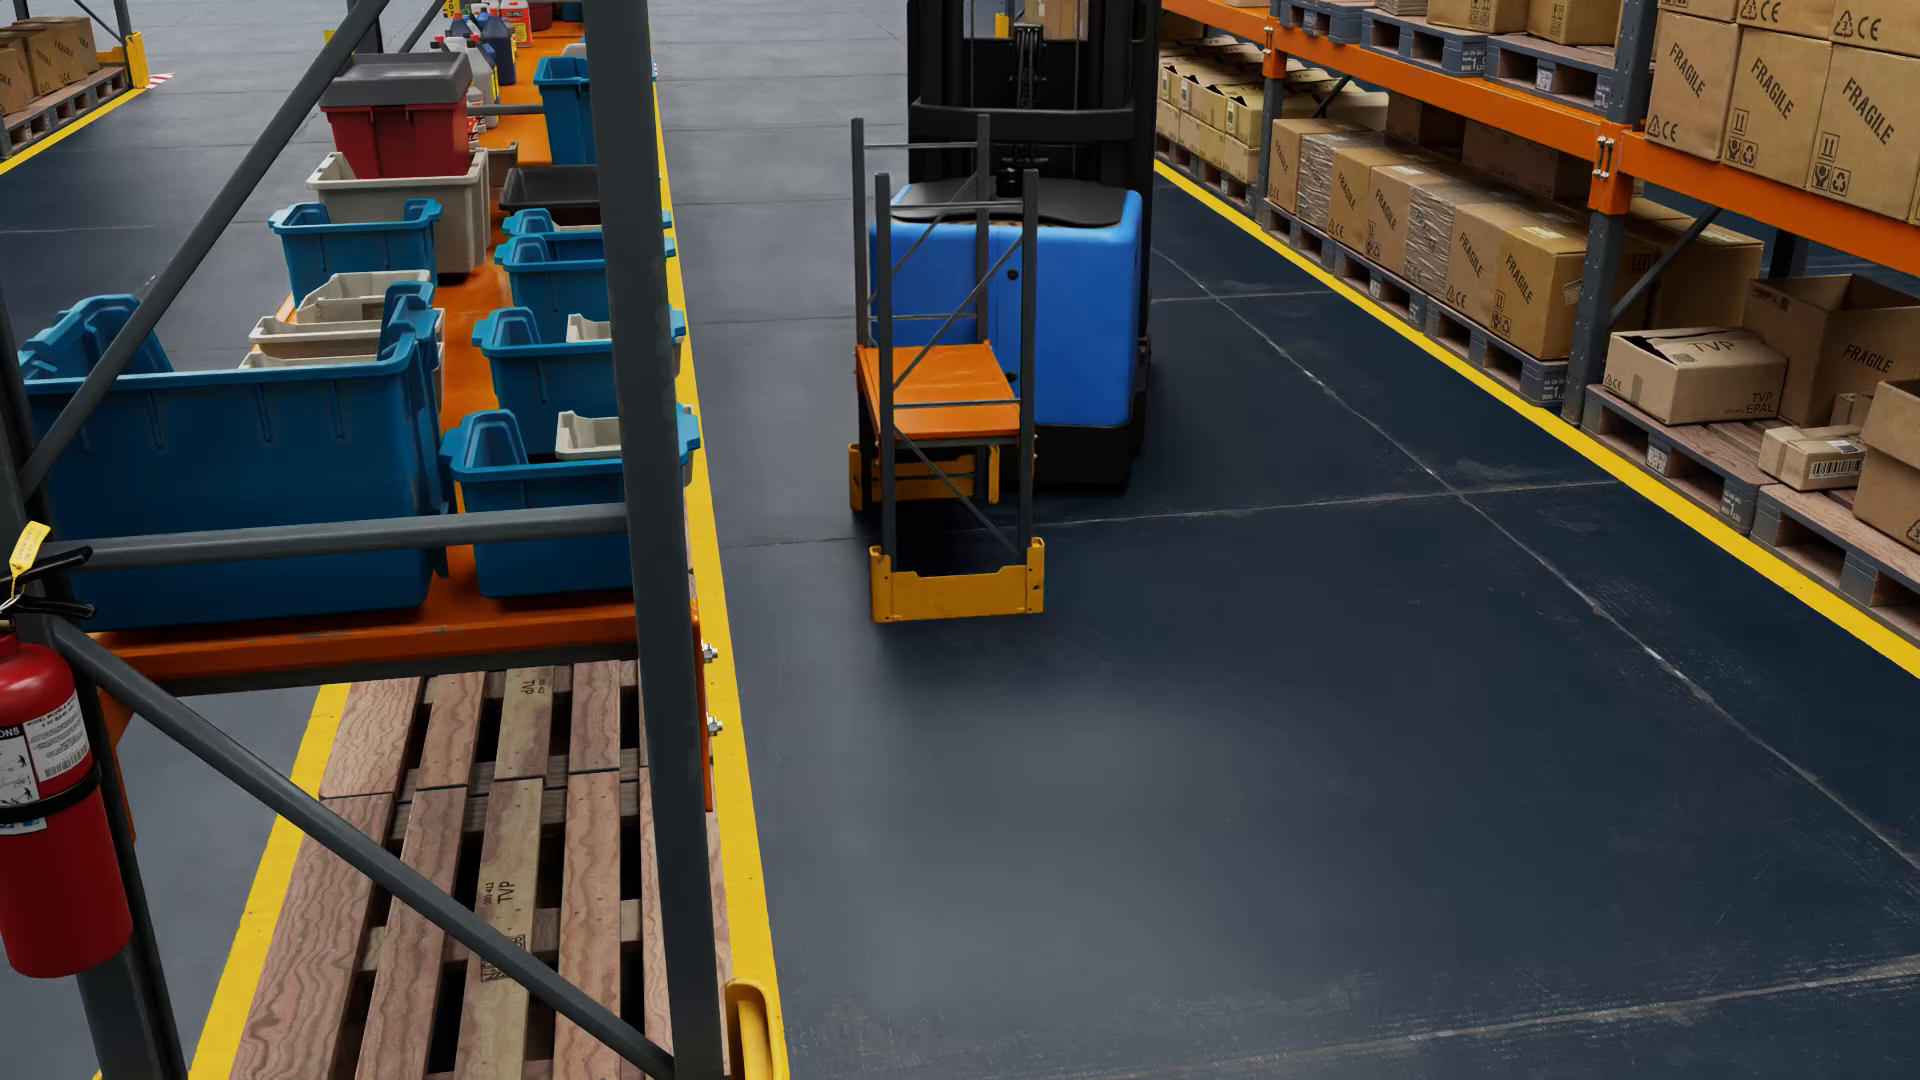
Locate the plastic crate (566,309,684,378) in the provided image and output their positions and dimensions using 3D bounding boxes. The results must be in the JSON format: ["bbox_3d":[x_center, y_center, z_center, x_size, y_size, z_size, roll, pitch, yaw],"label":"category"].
[{"bbox_3d":[-0.745,-0.424,3.728,0.250,0.136,0.298,-4,24,-10],"label":"plastic crate"}]

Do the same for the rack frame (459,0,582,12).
[{"bbox_3d":[-2.399,-3.144,9.700,1.000,3.000,0.127,-4,24,-10],"label":"rack frame"}]

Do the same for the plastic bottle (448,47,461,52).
[{"bbox_3d":[-2.211,-1.987,7.206,0.152,0.276,0.135,-4,24,-10],"label":"plastic bottle"}]

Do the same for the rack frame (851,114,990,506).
[{"bbox_3d":[-0.143,-0.840,6.299,0.500,1.500,0.032,-3,24,-7],"label":"rack frame"}]

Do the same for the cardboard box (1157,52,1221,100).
[{"bbox_3d":[1.746,-3.690,13.160,0.500,0.311,0.500,-5,24,-11],"label":"cardboard box"}]

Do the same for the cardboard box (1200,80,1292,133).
[{"bbox_3d":[2.028,-3.090,11.787,0.500,0.311,0.500,-5,24,-11],"label":"cardboard box"}]

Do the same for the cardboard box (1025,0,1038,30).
[{"bbox_3d":[0.965,-5.507,17.086,0.500,0.500,0.500,-4,24,-10],"label":"cardboard box"}]

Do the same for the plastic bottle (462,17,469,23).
[{"bbox_3d":[-2.471,-2.479,8.340,0.097,0.271,0.097,0,24,0],"label":"plastic bottle"}]

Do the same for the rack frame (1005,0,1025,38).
[{"bbox_3d":[0.990,-6.655,17.741,1.000,3.000,0.127,-4,24,-10],"label":"rack frame"}]

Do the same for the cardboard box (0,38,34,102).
[{"bbox_3d":[-8.346,-4.021,14.307,0.500,0.500,0.500,-6,24,-14],"label":"cardboard box"}]

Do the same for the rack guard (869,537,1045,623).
[{"bbox_3d":[-0.009,0.136,5.627,0.587,0.250,0.087,-3,24,-7],"label":"rack guard"}]

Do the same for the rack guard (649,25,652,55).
[{"bbox_3d":[-3.818,-5.118,17.345,1.175,0.500,0.348,-4,24,-10],"label":"rack guard"}]

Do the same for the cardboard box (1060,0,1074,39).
[{"bbox_3d":[1.252,-4.918,15.737,0.500,0.500,0.500,-4,24,-10],"label":"cardboard box"}]

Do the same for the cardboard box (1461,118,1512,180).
[{"bbox_3d":[3.081,-2.134,9.025,0.500,0.250,0.500,-5,24,-11],"label":"cardboard box"}]

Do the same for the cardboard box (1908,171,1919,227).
[{"bbox_3d":[3.319,-1.162,5.039,0.500,0.500,0.500,-5,24,-10],"label":"cardboard box"}]

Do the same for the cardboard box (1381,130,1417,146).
[{"bbox_3d":[2.873,-2.214,10.146,0.500,0.500,0.500,-3,24,-8],"label":"cardboard box"}]

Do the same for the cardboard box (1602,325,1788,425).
[{"bbox_3d":[3.074,-0.724,6.969,0.500,0.311,0.500,-4,24,-10],"label":"cardboard box"}]

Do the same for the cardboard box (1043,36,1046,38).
[{"bbox_3d":[1.059,-4.967,16.786,0.500,0.250,0.500,-4,24,-10],"label":"cardboard box"}]

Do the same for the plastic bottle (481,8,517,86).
[{"bbox_3d":[-2.230,-2.382,8.019,0.144,0.351,0.185,-4,24,-10],"label":"plastic bottle"}]

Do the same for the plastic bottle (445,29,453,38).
[{"bbox_3d":[-2.366,-2.222,7.735,0.061,0.283,0.133,-4,24,-10],"label":"plastic bottle"}]

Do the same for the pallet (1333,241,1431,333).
[{"bbox_3d":[2.793,-1.455,9.319,1.003,0.211,1.213,-4,24,-10],"label":"pallet"}]

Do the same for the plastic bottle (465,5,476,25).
[{"bbox_3d":[-2.571,-2.658,8.734,0.061,0.283,0.133,-4,24,-10],"label":"plastic bottle"}]

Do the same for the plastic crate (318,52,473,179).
[{"bbox_3d":[-1.741,-1.257,5.226,0.402,0.464,0.583,-4,24,-10],"label":"plastic crate"}]

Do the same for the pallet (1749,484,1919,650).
[{"bbox_3d":[3.564,0.094,5.772,1.003,0.211,1.213,-4,24,-10],"label":"pallet"}]

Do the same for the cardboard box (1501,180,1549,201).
[{"bbox_3d":[3.165,-1.606,8.752,0.500,0.500,0.500,-4,24,-9],"label":"cardboard box"}]

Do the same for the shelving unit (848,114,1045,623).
[{"bbox_3d":[-0.075,-0.635,5.829,0.587,1.500,1.083,-3,24,-7],"label":"shelving unit"}]

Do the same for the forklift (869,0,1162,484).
[{"bbox_3d":[0.349,-2.121,7.444,1.130,2.935,3.031,3,24,7],"label":"forklift"}]

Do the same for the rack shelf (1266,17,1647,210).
[{"bbox_3d":[2.840,-2.392,8.879,1.077,0.370,4.000,-4,24,-10],"label":"rack shelf"}]

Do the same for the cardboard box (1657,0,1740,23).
[{"bbox_3d":[3.020,-2.233,6.241,0.500,0.500,0.500,-4,24,-8],"label":"cardboard box"}]

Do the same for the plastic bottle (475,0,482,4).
[{"bbox_3d":[-2.642,-2.843,9.172,0.097,0.271,0.097,0,24,0],"label":"plastic bottle"}]

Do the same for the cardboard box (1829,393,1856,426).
[{"bbox_3d":[3.722,-0.484,6.623,0.380,0.149,0.250,-4,24,-10],"label":"cardboard box"}]

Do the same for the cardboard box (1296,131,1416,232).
[{"bbox_3d":[2.375,-2.159,10.019,0.500,0.500,0.500,-5,24,-12],"label":"cardboard box"}]

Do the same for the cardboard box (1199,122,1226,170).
[{"bbox_3d":[2.034,-2.832,11.898,0.500,0.250,0.500,-5,24,-10],"label":"cardboard box"}]

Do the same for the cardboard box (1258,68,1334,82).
[{"bbox_3d":[2.464,-3.333,12.343,0.500,0.311,0.500,-5,24,-11],"label":"cardboard box"}]

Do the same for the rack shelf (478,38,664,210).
[{"bbox_3d":[-2.029,-2.027,8.043,1.077,0.370,4.000,-4,24,-10],"label":"rack shelf"}]

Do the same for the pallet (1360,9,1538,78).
[{"bbox_3d":[2.834,-2.656,8.824,1.003,0.211,1.213,-4,24,-10],"label":"pallet"}]

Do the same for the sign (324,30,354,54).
[{"bbox_3d":[-2.200,-1.657,5.951,0.100,0.325,0.005,-4,24,-10],"label":"sign"}]

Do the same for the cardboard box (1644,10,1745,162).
[{"bbox_3d":[3.036,-1.761,6.408,0.500,0.500,0.500,-4,24,-8],"label":"cardboard box"}]

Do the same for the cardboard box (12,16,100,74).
[{"bbox_3d":[-8.647,-4.724,15.916,0.500,0.500,0.500,0,24,0],"label":"cardboard box"}]

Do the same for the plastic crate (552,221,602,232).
[{"bbox_3d":[-1.042,-0.814,4.621,0.293,0.136,0.466,-4,24,-10],"label":"plastic crate"}]

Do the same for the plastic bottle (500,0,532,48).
[{"bbox_3d":[-2.487,-2.904,9.306,0.152,0.276,0.135,-4,24,-10],"label":"plastic bottle"}]

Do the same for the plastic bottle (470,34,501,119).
[{"bbox_3d":[-2.043,-1.968,7.071,0.144,0.351,0.185,-4,24,-10],"label":"plastic bottle"}]

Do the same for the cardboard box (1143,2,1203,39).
[{"bbox_3d":[1.952,-4.564,14.925,0.500,0.500,0.500,-4,24,-10],"label":"cardboard box"}]

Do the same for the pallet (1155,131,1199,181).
[{"bbox_3d":[2.134,-3.036,12.938,1.003,0.211,1.213,-4,24,-10],"label":"pallet"}]

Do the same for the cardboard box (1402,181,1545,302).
[{"bbox_3d":[2.661,-1.557,8.640,0.500,0.500,0.500,-4,24,-9],"label":"cardboard box"}]

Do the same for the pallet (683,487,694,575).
[{"bbox_3d":[-1.485,-0.006,6.000,1.003,0.211,1.213,-4,24,-10],"label":"pallet"}]

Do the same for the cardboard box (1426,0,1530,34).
[{"bbox_3d":[2.822,-2.864,8.410,0.700,0.500,0.500,-11,26,-23],"label":"cardboard box"}]

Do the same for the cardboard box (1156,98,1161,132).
[{"bbox_3d":[1.753,-3.433,13.273,0.500,0.250,0.500,-5,24,-11],"label":"cardboard box"}]

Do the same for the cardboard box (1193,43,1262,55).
[{"bbox_3d":[2.189,-3.929,13.709,0.500,0.311,0.500,-4,24,-8],"label":"cardboard box"}]

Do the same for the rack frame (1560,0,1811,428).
[{"bbox_3d":[3.209,-1.935,6.933,1.000,3.000,0.127,-4,24,-10],"label":"rack frame"}]

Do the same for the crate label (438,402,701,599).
[{"bbox_3d":[-0.642,-0.069,2.795,0.416,0.233,0.303,-4,24,-10],"label":"crate label"}]

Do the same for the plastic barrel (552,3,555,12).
[{"bbox_3d":[-2.799,-3.584,10.568,0.421,0.512,0.421,0,24,0],"label":"plastic barrel"}]

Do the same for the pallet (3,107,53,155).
[{"bbox_3d":[-8.165,-3.334,13.620,1.003,0.211,1.213,-4,24,-10],"label":"pallet"}]

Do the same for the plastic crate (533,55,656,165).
[{"bbox_3d":[-1.238,-1.432,5.726,0.392,0.384,0.575,-4,24,-10],"label":"plastic crate"}]

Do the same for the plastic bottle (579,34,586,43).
[{"bbox_3d":[-1.757,-2.290,7.907,0.097,0.271,0.097,0,24,0],"label":"plastic bottle"}]

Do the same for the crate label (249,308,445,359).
[{"bbox_3d":[-1.363,-0.434,3.750,0.396,0.136,0.243,-4,24,-10],"label":"crate label"}]
